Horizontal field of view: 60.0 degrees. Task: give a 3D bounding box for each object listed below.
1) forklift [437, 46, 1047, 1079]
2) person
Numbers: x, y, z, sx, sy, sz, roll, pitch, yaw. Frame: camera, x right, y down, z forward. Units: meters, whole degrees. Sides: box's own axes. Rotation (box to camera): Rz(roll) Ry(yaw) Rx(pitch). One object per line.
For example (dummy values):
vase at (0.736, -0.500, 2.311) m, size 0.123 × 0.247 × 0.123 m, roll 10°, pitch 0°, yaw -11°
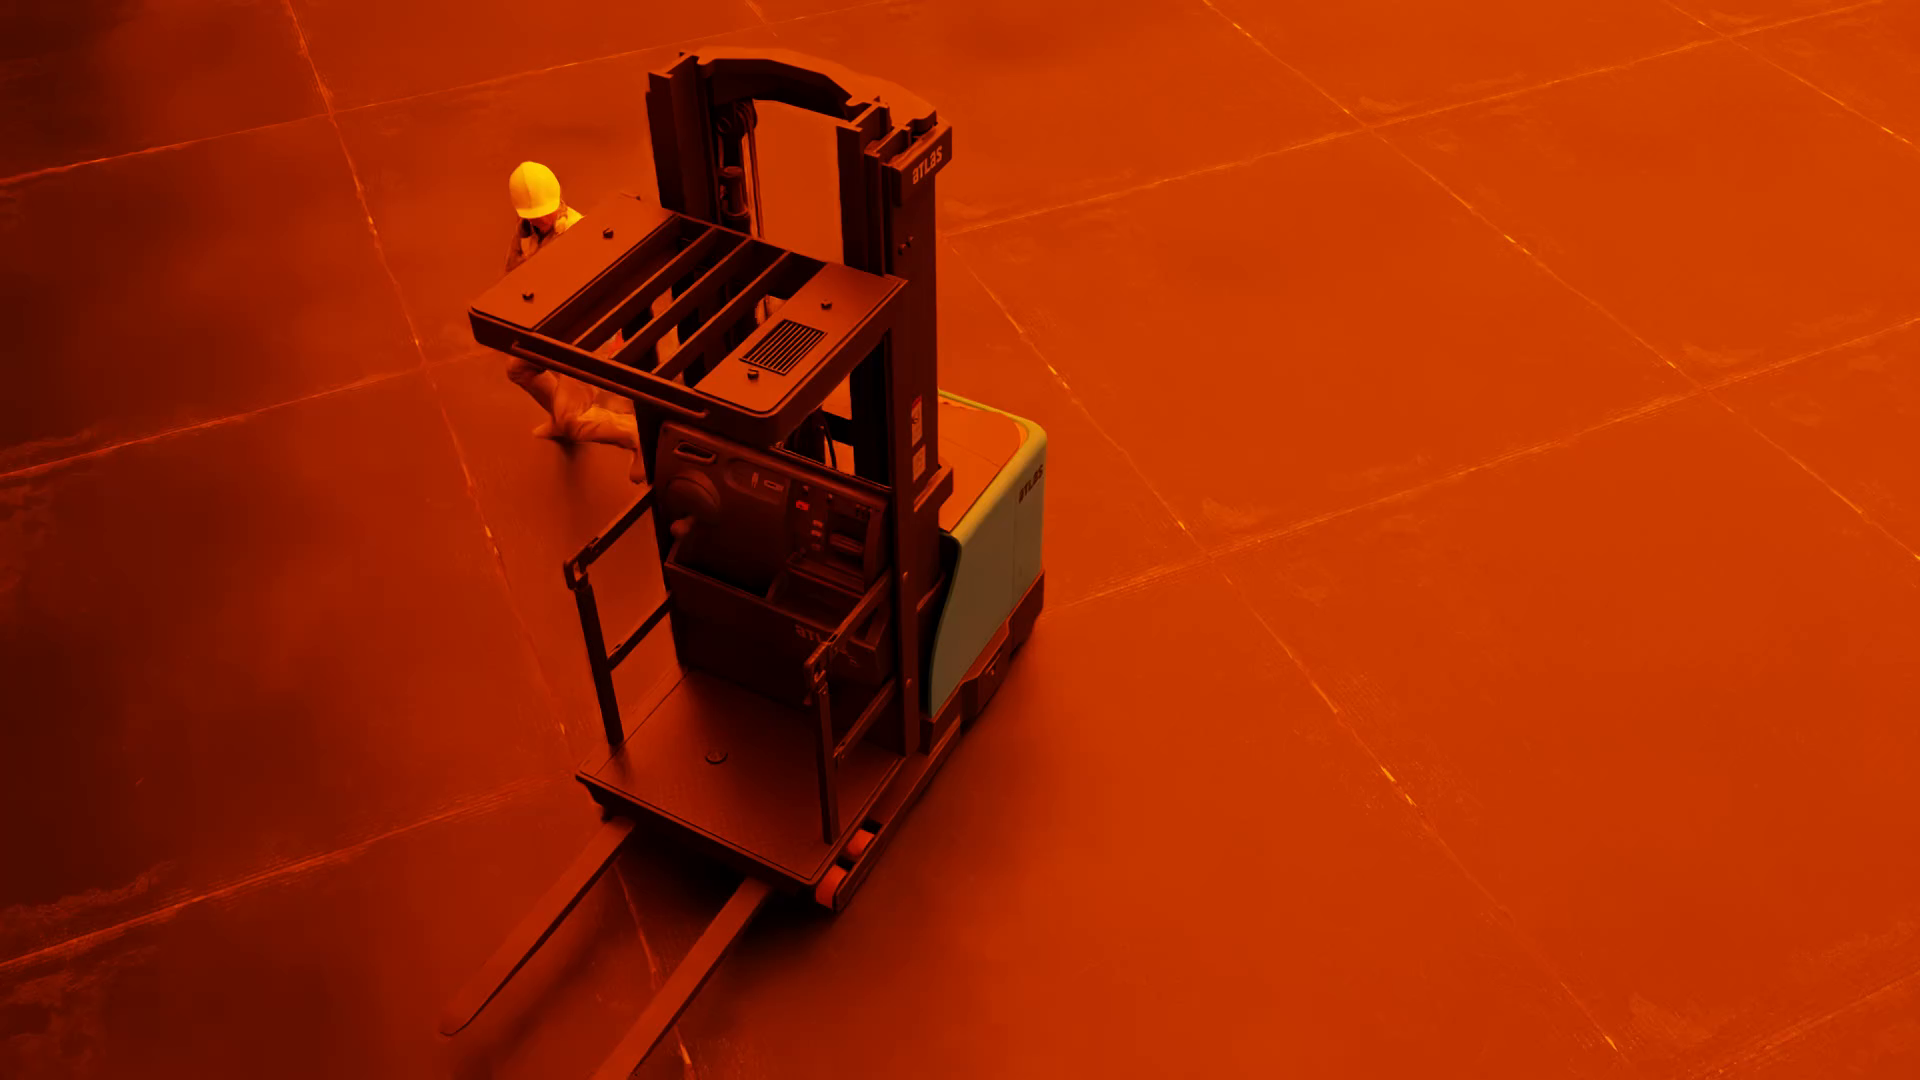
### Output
forklift at (-0.778, -0.028, 5.710) m, size 1.130 × 2.935 × 3.031 m, roll 20°, pitch 47°, yaw 21°
person at (-1.847, -1.032, 7.771) m, size 0.503 × 1.653 × 1.047 m, roll -27°, pitch 49°, yaw -26°
